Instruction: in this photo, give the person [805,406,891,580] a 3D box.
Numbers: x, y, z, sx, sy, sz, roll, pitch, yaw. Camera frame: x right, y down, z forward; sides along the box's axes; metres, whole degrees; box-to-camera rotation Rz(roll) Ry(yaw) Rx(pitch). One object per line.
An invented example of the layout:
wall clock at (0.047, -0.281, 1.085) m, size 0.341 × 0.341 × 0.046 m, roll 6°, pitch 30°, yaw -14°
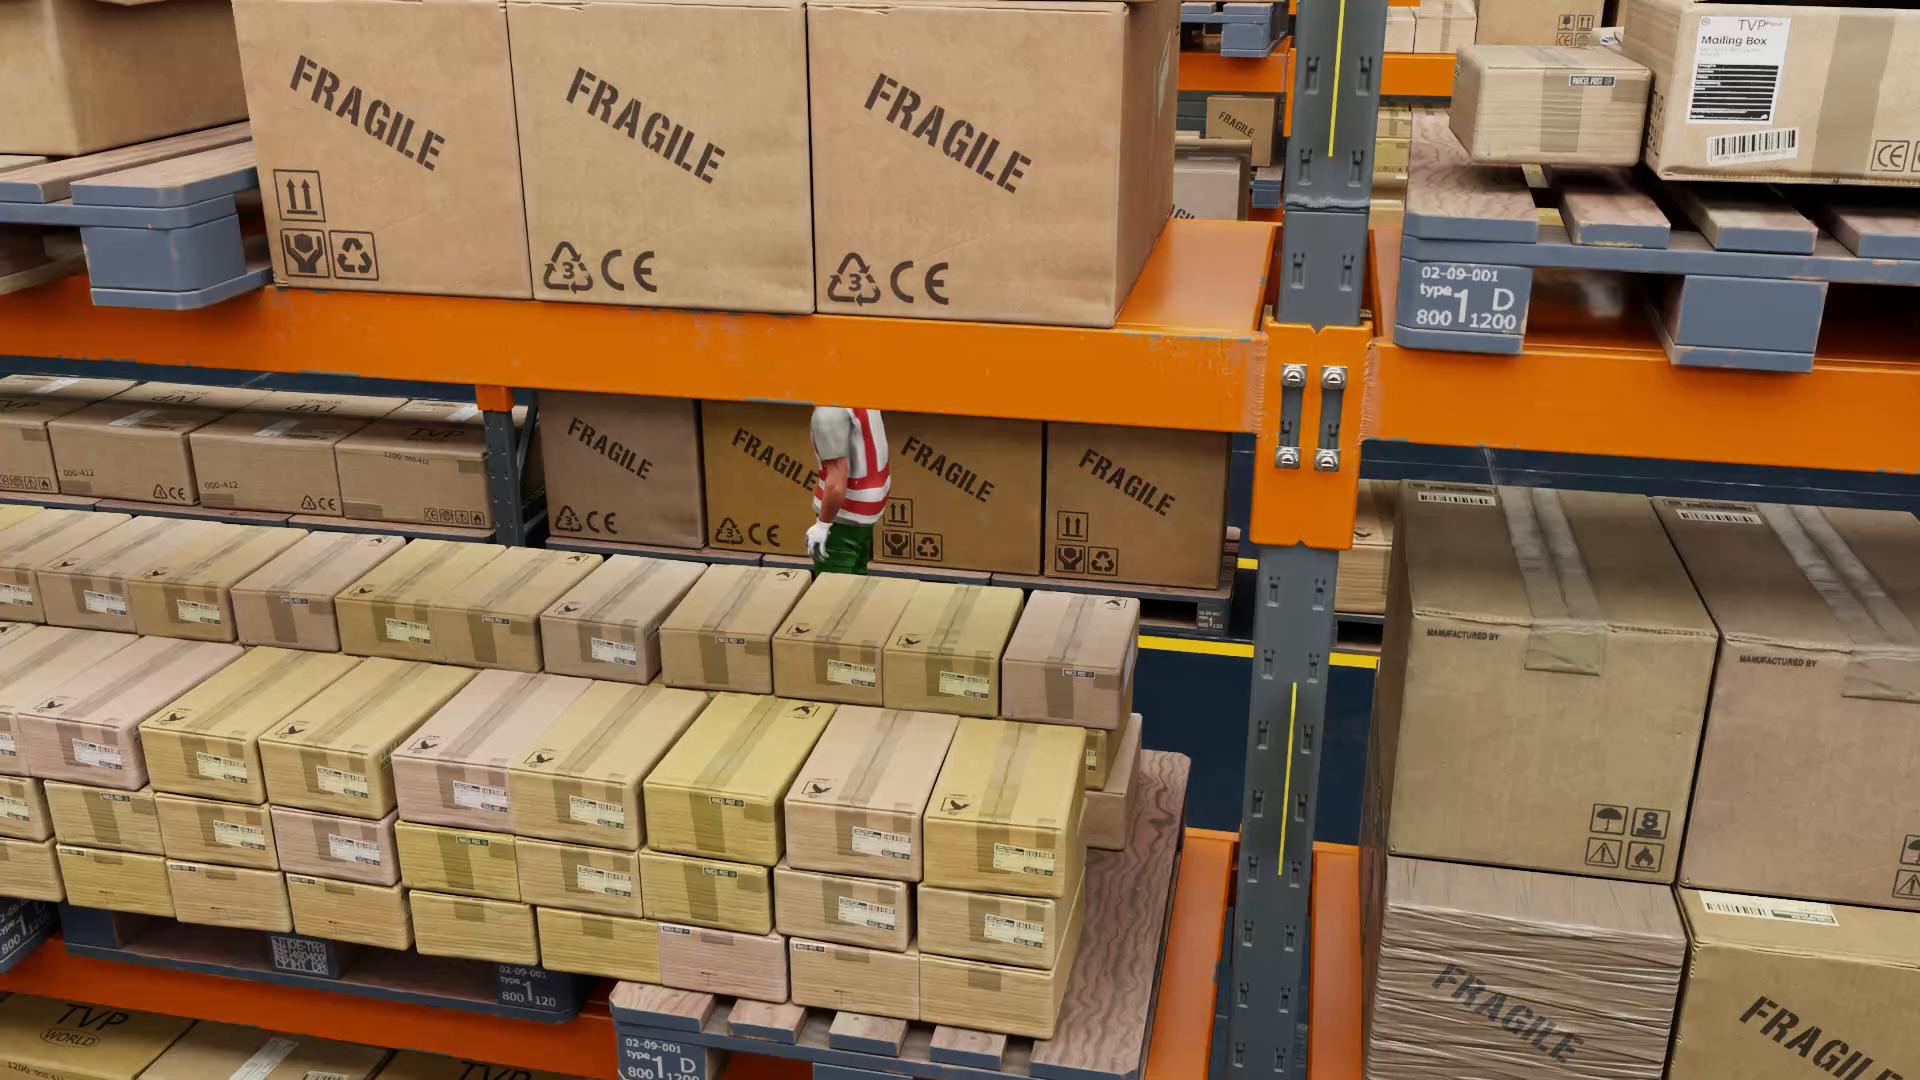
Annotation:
person at (-0.539, -0.133, 7.401) m, size 0.446 × 1.780 × 0.623 m, roll 3°, pitch 22°, yaw 9°
